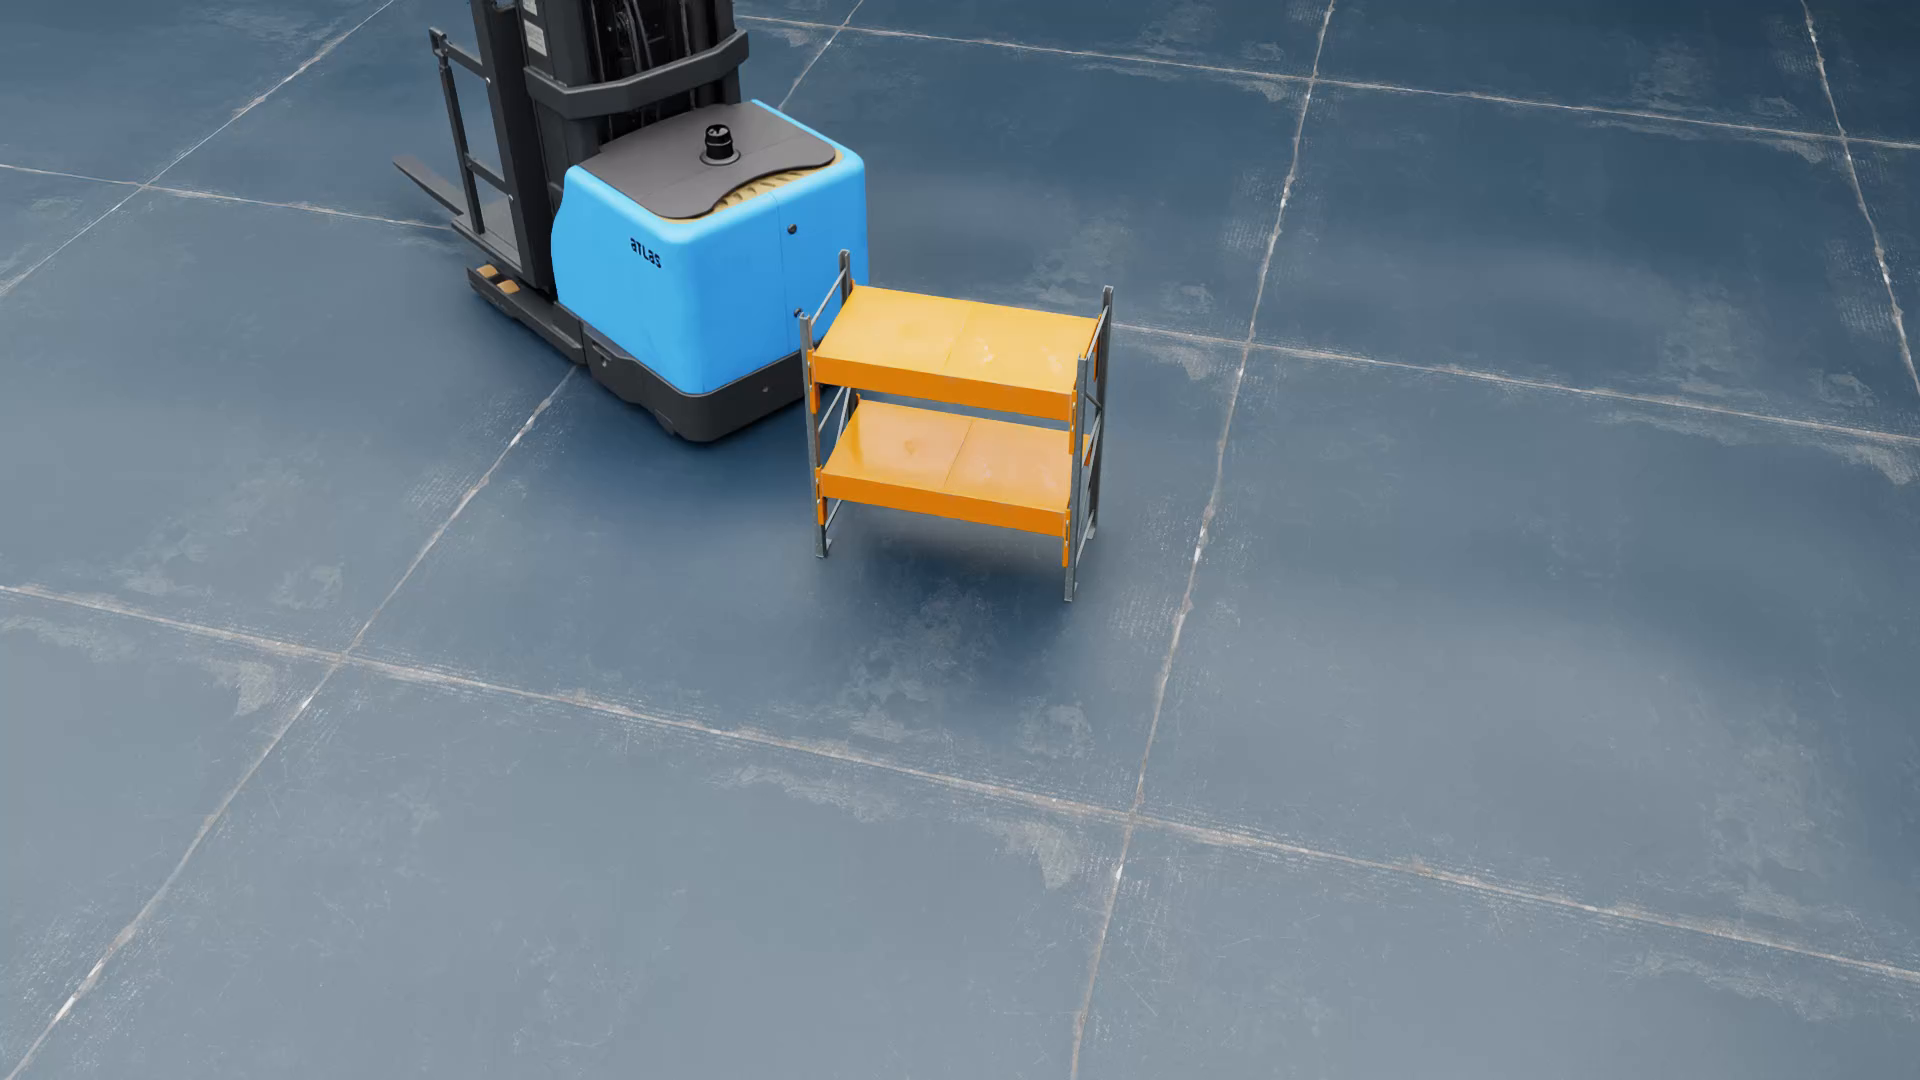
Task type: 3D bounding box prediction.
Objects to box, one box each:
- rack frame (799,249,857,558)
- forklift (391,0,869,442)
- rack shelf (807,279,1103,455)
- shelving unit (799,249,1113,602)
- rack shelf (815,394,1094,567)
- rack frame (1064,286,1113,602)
[{"bbox_3d":[-0.498,-0.516,6.490,0.032,1.125,0.500,10,41,11],"label":"rack frame"},{"bbox_3d":[-1.751,-2.406,7.336,1.130,2.935,3.031,-30,49,-31],"label":"forklift"},{"bbox_3d":[-0.007,-0.656,6.201,1.000,0.278,0.538,10,41,11],"label":"rack shelf"},{"bbox_3d":[-0.007,-0.432,6.390,1.048,1.125,0.538,10,41,11],"label":"shelving unit"},{"bbox_3d":[-0.007,-0.245,6.547,1.000,0.278,0.538,10,41,11],"label":"rack shelf"},{"bbox_3d":[0.485,-0.347,6.289,0.032,1.125,0.500,10,41,11],"label":"rack frame"}]
